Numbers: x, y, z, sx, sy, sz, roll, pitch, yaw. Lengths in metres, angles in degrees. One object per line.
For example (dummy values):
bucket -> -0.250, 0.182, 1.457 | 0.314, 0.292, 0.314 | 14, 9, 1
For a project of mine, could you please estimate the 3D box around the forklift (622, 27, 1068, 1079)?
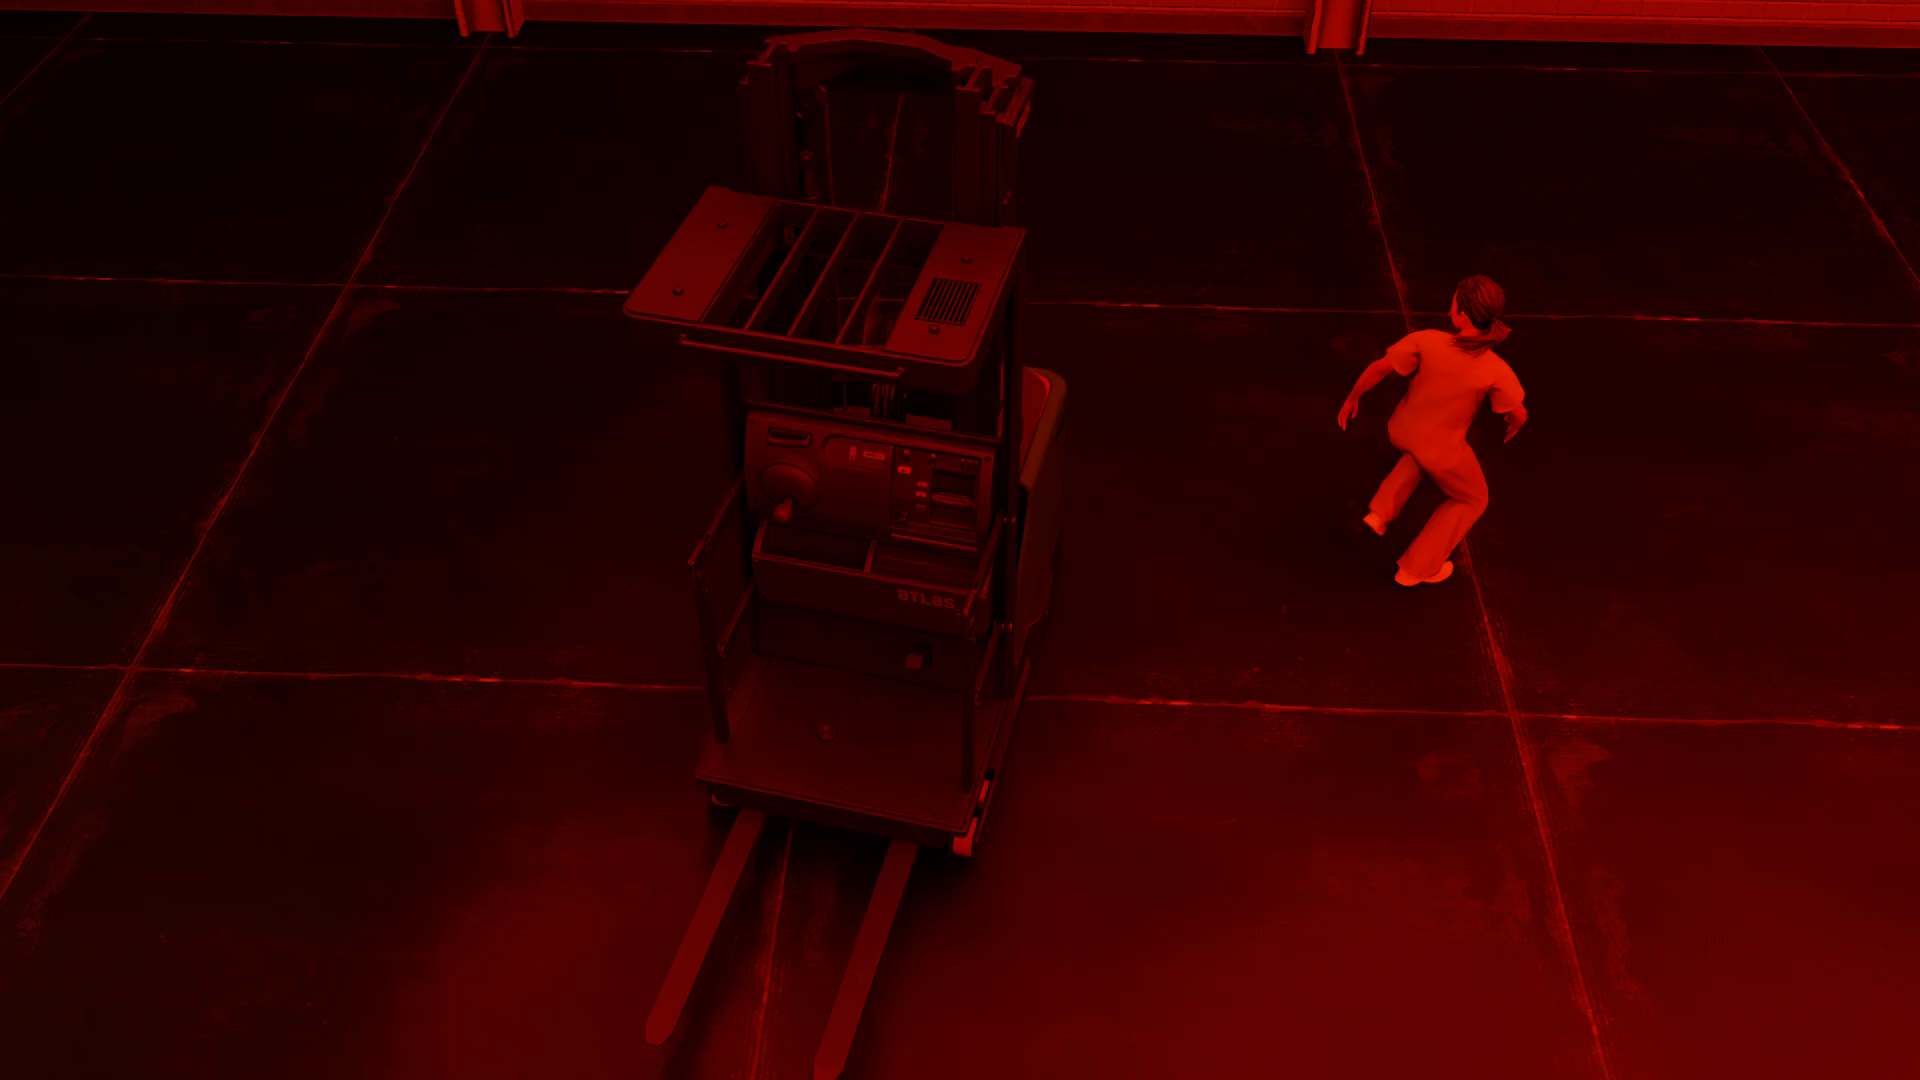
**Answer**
forklift -> -0.385, -0.128, 5.883 | 1.130, 2.935, 3.031 | 10, 43, 11

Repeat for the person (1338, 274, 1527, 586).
person -> 2.090, -0.487, 7.278 | 0.601, 1.587, 0.666 | -30, 50, -28
